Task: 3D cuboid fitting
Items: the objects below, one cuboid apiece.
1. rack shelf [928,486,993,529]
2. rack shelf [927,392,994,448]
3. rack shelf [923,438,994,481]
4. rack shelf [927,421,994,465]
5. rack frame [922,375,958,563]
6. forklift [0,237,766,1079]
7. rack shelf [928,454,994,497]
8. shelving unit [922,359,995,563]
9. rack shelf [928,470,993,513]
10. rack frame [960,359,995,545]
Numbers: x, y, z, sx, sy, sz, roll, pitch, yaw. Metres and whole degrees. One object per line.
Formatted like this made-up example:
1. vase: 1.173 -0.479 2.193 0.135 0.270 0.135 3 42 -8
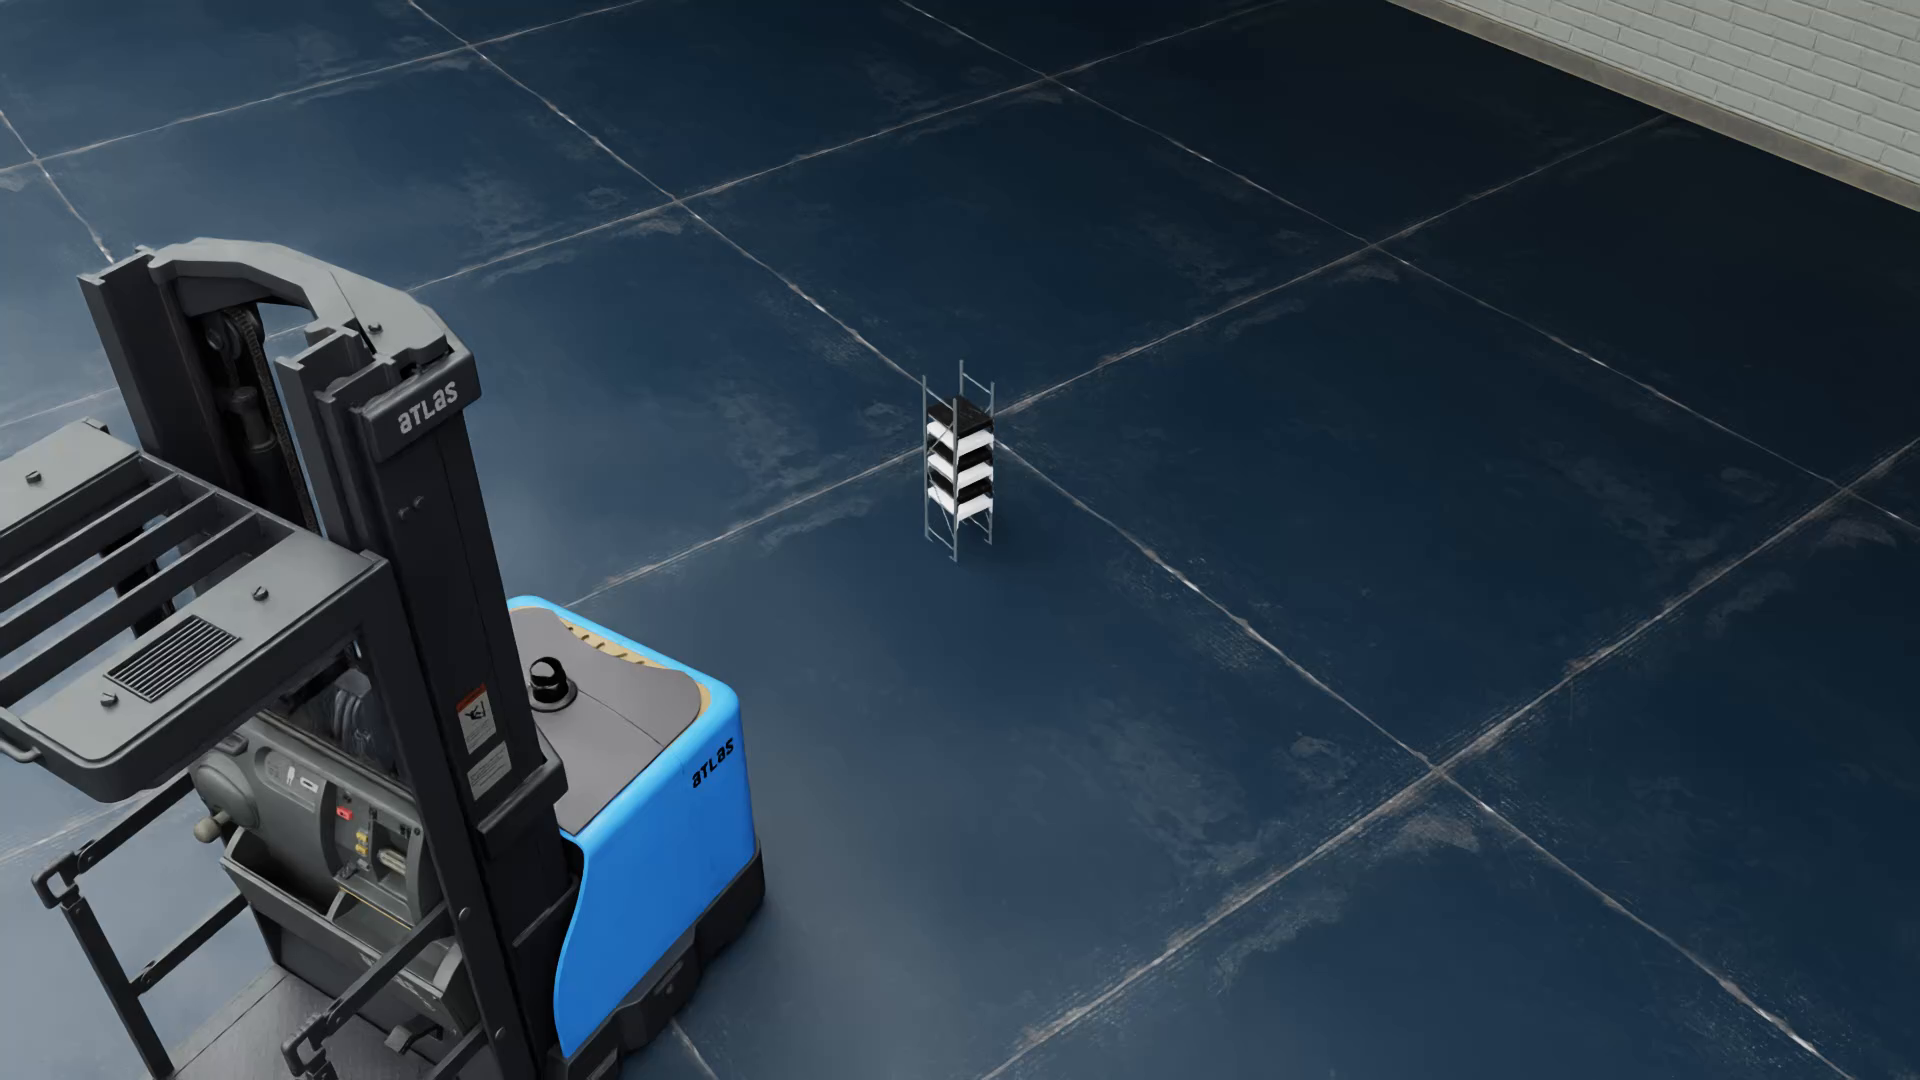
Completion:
1. rack shelf: -0.006 -0.180 7.596 0.200 0.077 0.258 -26 46 -28
2. rack shelf: -0.006 -0.528 7.311 0.200 0.077 0.258 -26 46 -28
3. rack shelf: -0.006 -0.389 7.425 0.200 0.077 0.258 -26 46 -28
4. rack shelf: -0.006 -0.458 7.368 0.200 0.077 0.258 -26 46 -28
5. rack frame: -0.087 -0.305 7.413 0.006 0.900 0.240 -26 46 -28
6. forklift: -1.915 0.823 4.436 1.130 2.935 3.031 21 44 24
7. rack shelf: -0.006 -0.319 7.482 0.200 0.077 0.258 -26 46 -28
8. shelving unit: -0.006 -0.345 7.461 0.210 0.900 0.258 -26 46 -28
9. rack shelf: -0.006 -0.249 7.539 0.200 0.077 0.258 -26 46 -28
10. rack frame: 0.074 -0.384 7.509 0.006 0.900 0.240 -26 46 -28
